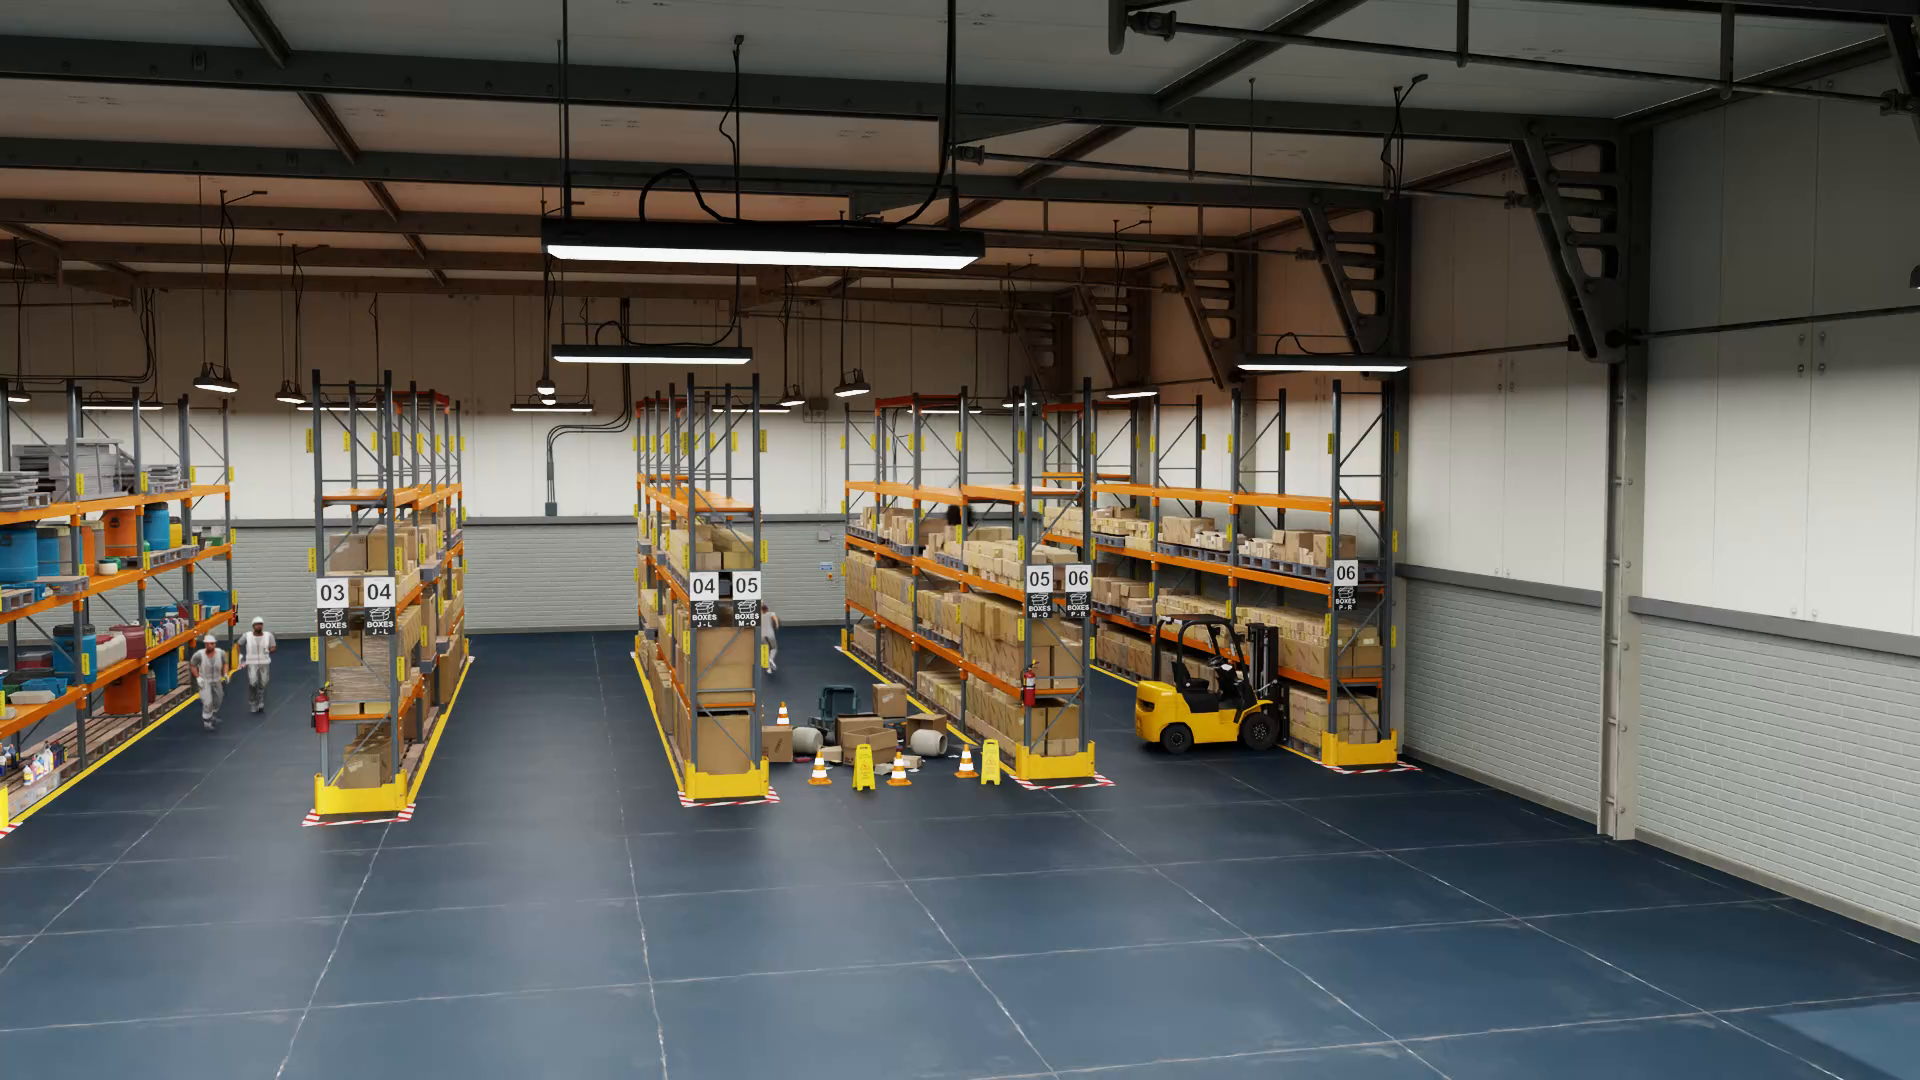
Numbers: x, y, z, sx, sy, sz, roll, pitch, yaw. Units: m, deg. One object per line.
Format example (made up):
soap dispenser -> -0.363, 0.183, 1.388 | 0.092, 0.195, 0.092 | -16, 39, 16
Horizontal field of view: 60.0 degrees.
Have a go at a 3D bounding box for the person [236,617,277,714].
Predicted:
person -> -13.041, 2.330, 30.879 | 0.670, 1.792, 0.706 | -2, 4, -29

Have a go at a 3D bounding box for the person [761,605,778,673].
person -> -4.241, 2.166, 36.519 | 0.587, 1.433, 0.933 | 0, 3, 0

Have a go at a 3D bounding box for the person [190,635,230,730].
person -> -13.146, 2.479, 29.108 | 0.867, 1.695, 0.657 | 3, 5, 44
